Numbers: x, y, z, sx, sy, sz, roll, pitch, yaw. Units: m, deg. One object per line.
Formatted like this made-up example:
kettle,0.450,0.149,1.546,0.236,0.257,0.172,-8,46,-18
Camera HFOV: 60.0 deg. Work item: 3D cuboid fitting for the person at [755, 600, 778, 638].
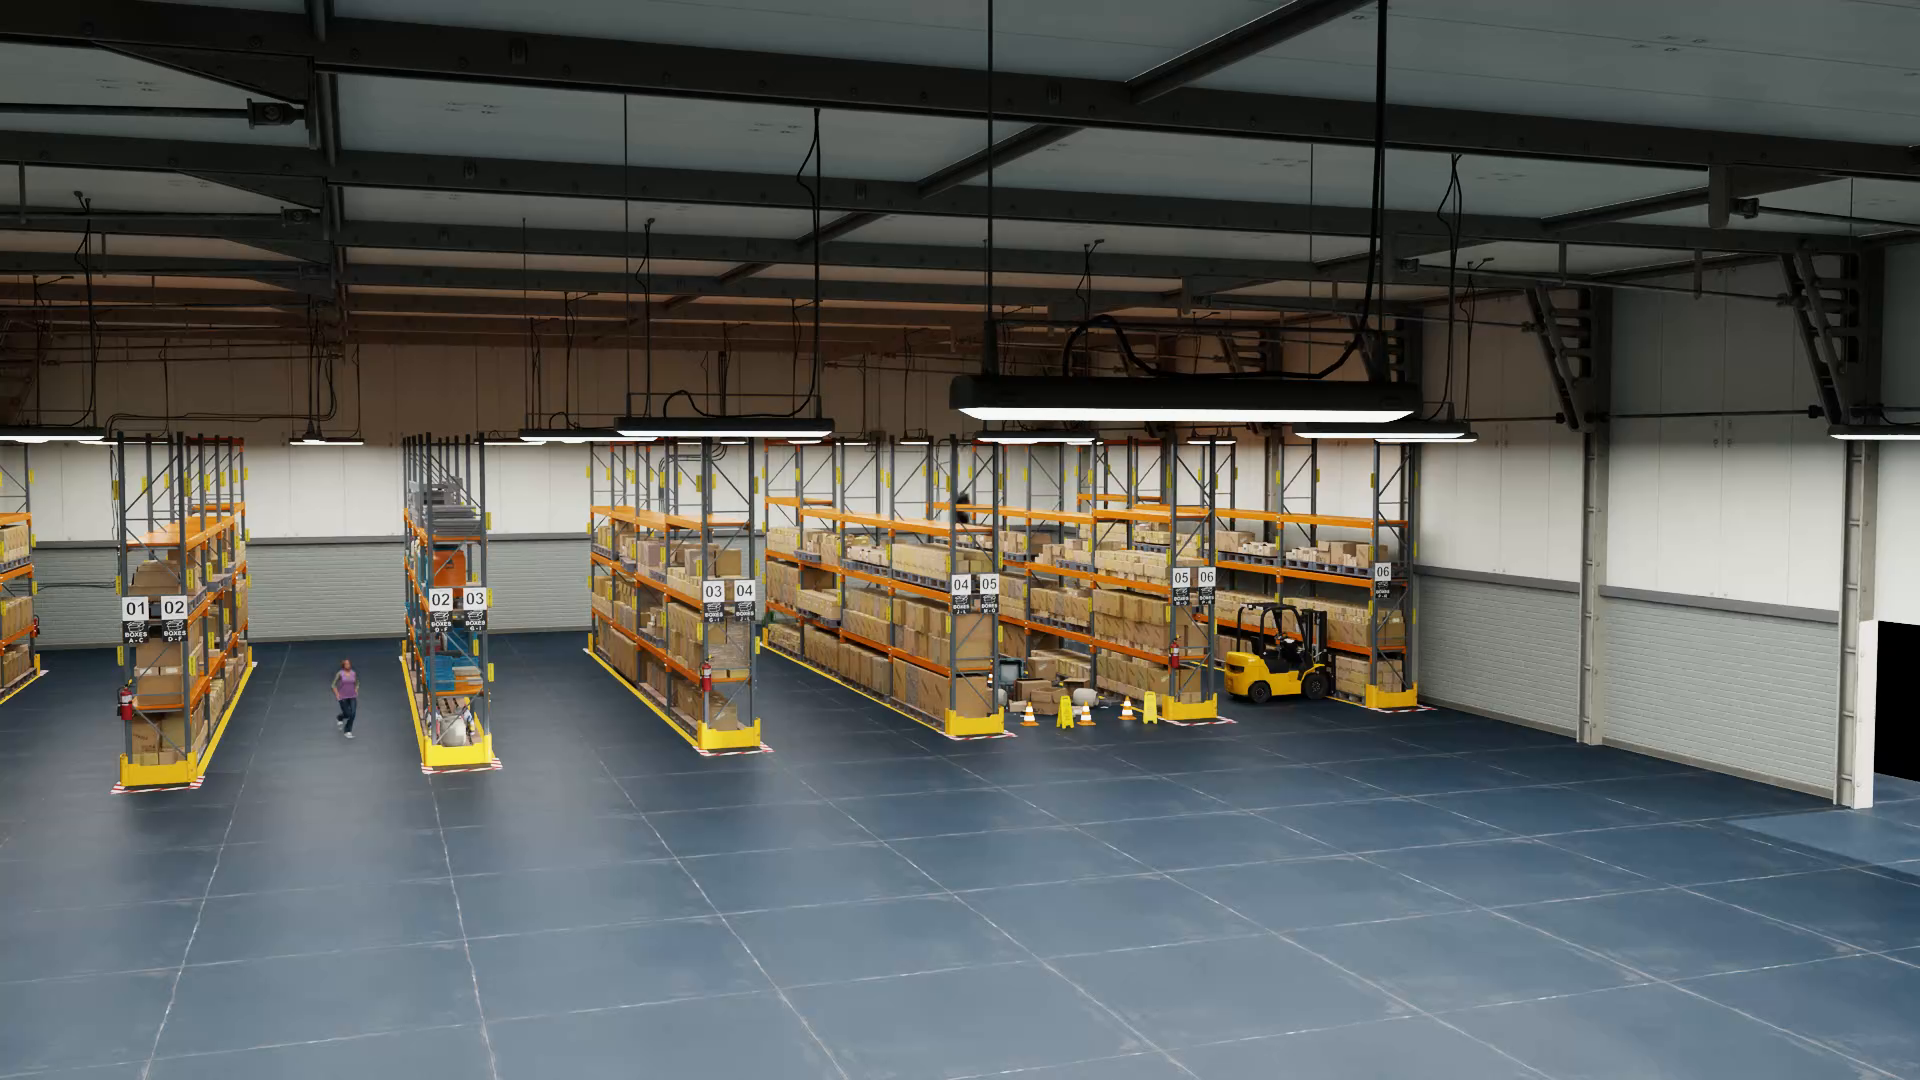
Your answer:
person,-5.698,2.086,49.620,0.916,1.752,0.719,0,3,-4

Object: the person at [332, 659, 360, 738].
person,-12.142,3.128,32.924,0.538,1.557,0.548,-3,4,-39
